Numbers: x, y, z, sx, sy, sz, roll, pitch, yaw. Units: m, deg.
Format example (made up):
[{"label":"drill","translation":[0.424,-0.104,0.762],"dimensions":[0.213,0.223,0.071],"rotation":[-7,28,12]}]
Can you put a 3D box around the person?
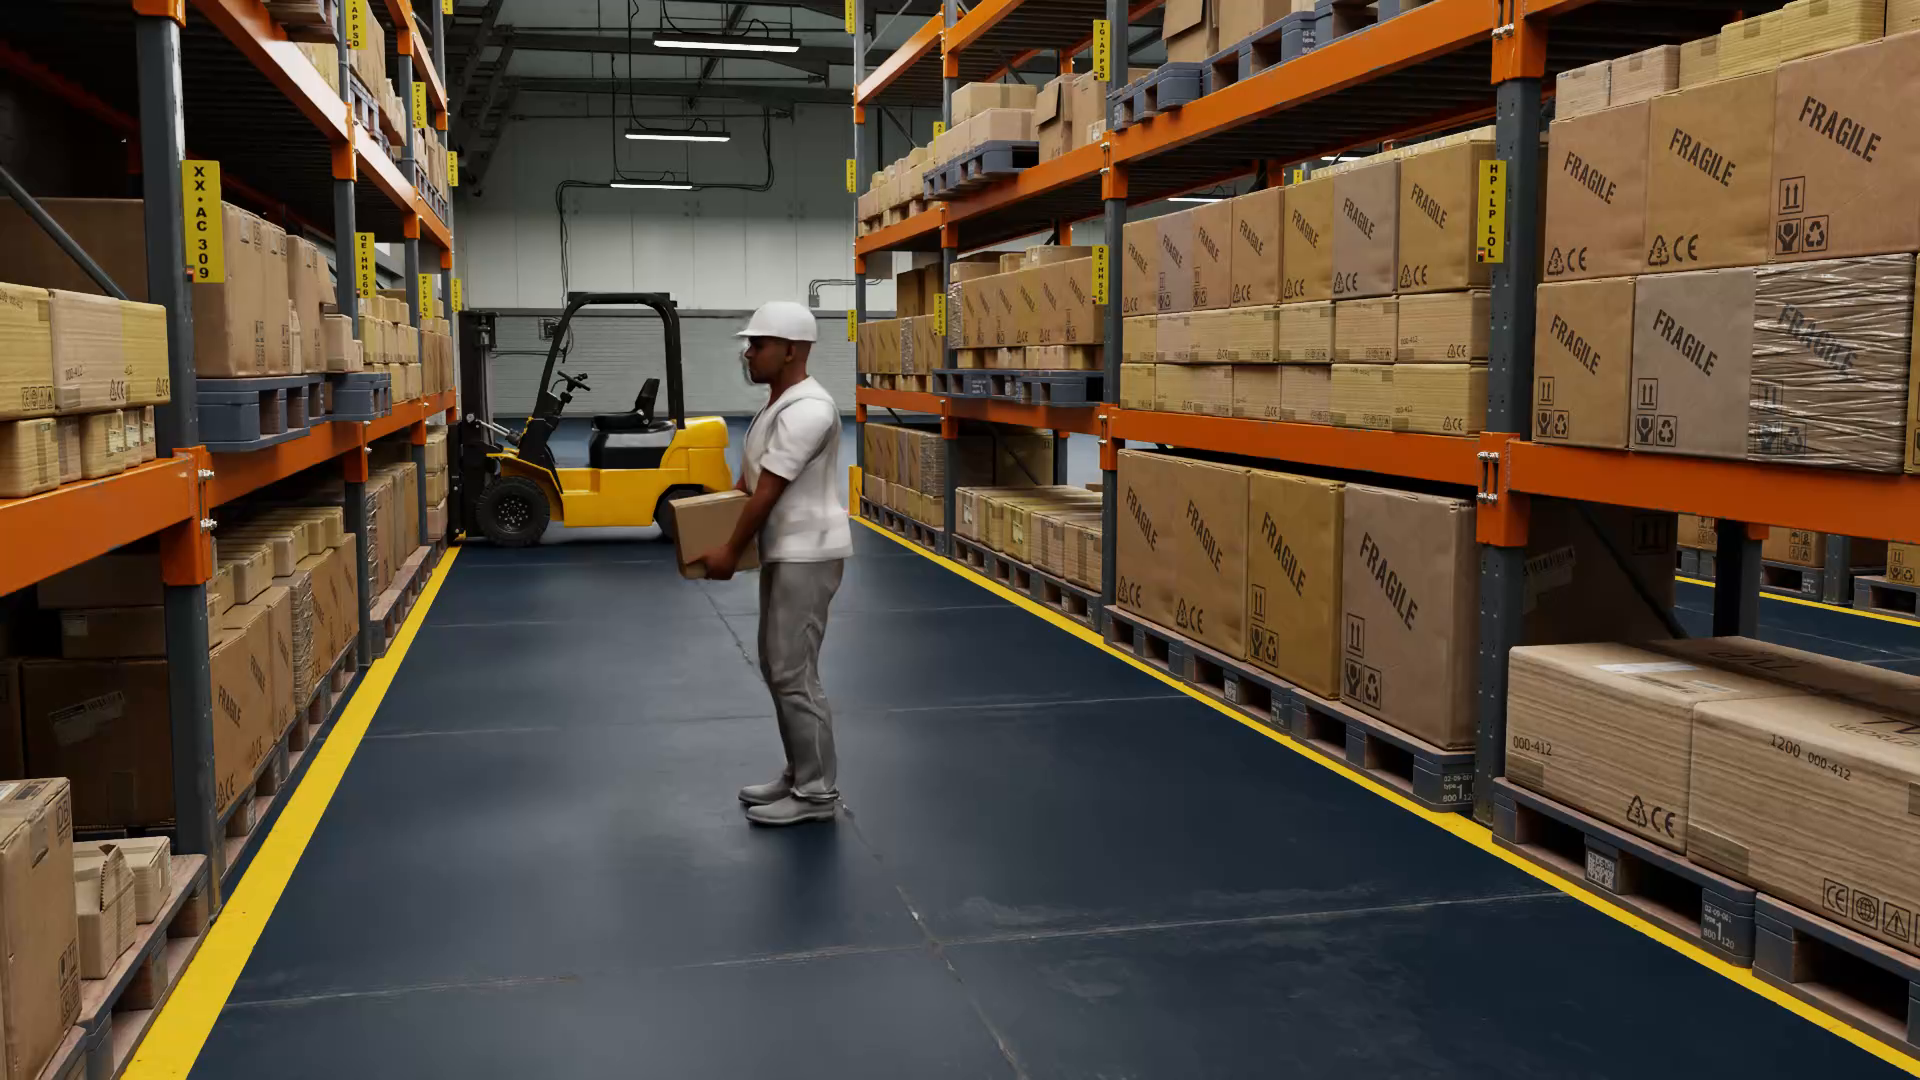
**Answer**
[{"label":"person","translation":[-0.660,0.073,5.678],"dimensions":[0.576,1.761,0.505],"rotation":[-2,6,-15]}]
